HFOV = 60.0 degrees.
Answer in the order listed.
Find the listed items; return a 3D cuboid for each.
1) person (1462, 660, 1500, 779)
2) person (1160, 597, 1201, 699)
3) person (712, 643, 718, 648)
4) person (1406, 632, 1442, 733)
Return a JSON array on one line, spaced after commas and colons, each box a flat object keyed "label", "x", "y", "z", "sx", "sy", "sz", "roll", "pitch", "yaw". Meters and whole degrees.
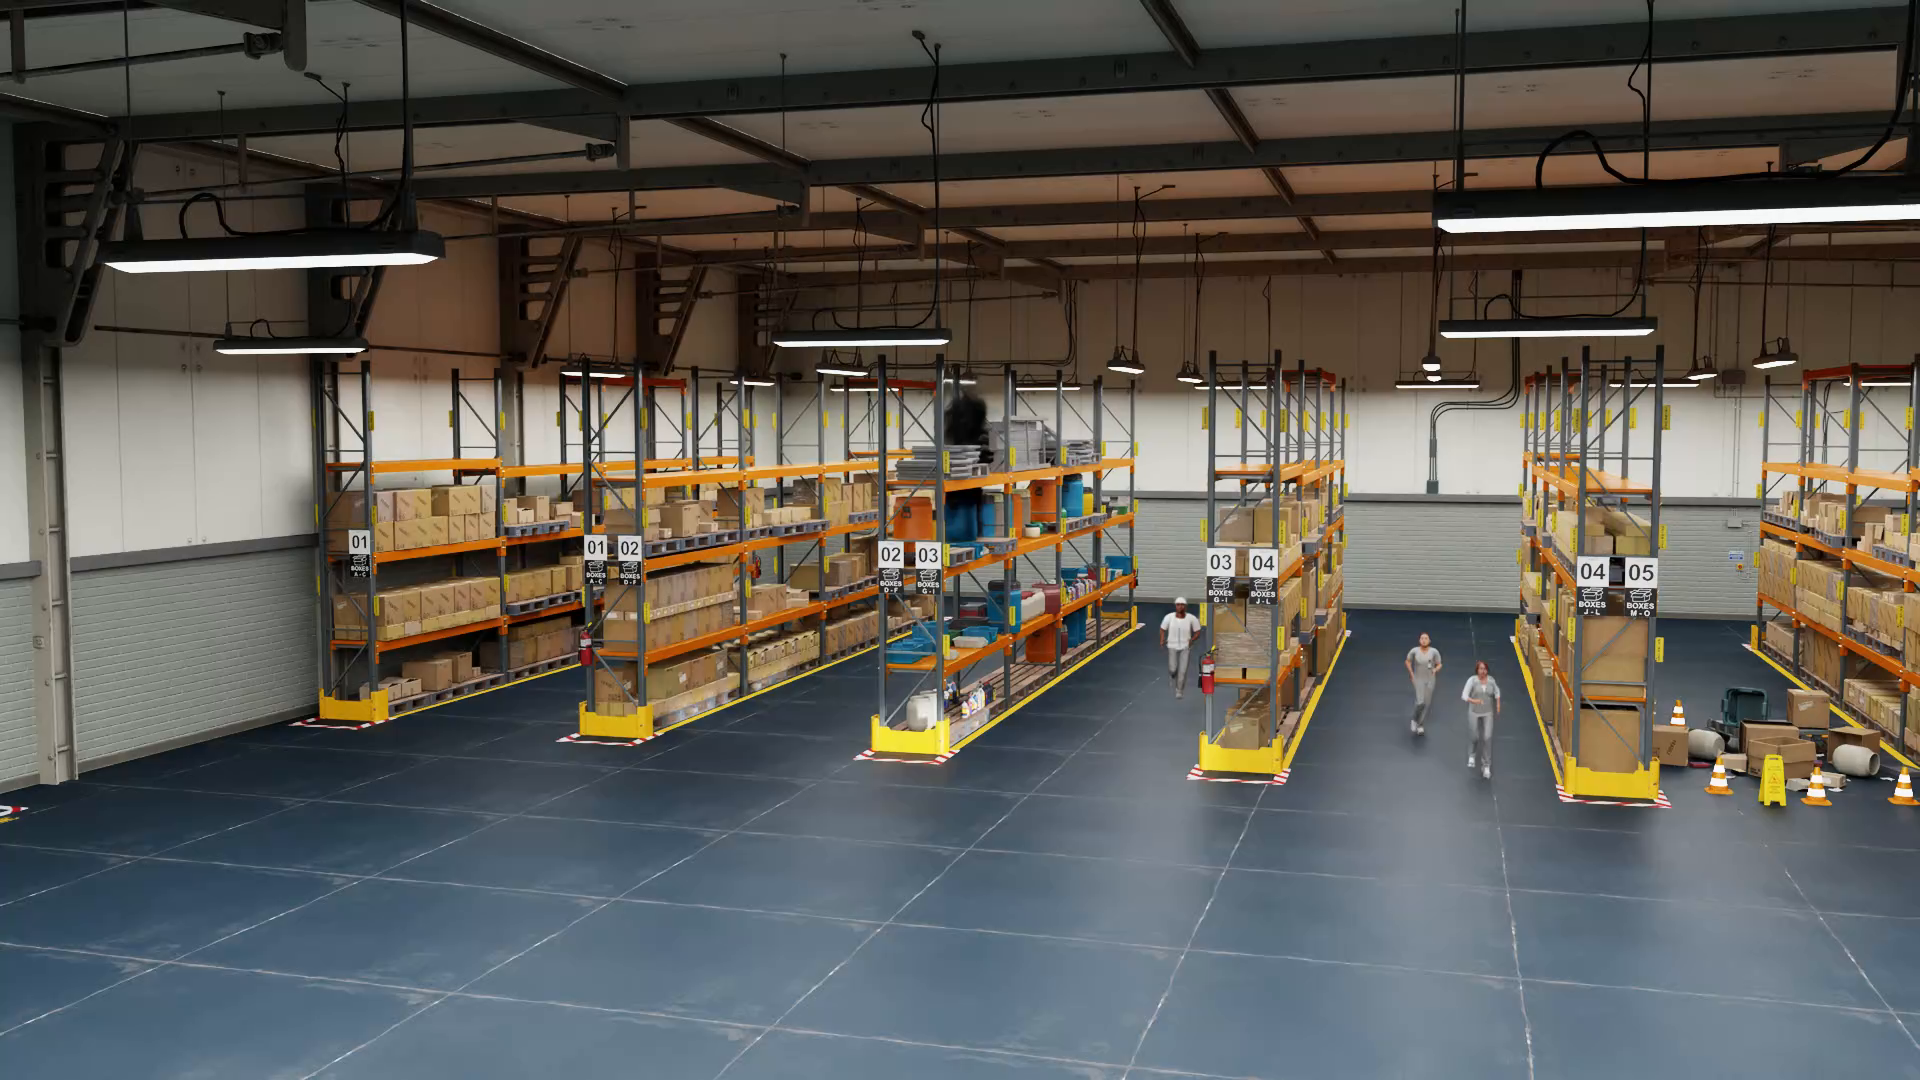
[{"label": "person", "x": 7.397, "y": 2.517, "z": 23.625, "sx": 0.555, "sy": 1.647, "sz": 0.725, "roll": 1, "pitch": 4, "yaw": 7}, {"label": "person", "x": 3.740, "y": 1.831, "z": 28.276, "sx": 0.701, "sy": 1.726, "sz": 0.587, "roll": 1, "pitch": 4, "yaw": 10}, {"label": "person", "x": -5.389, "y": 1.589, "z": 35.661, "sx": 0.680, "sy": 1.727, "sz": 0.632, "roll": 1, "pitch": 4, "yaw": 9}, {"label": "person", "x": 7.414, "y": 2.281, "z": 26.543, "sx": 0.548, "sy": 1.637, "sz": 0.593, "roll": 1, "pitch": 4, "yaw": 8}]
